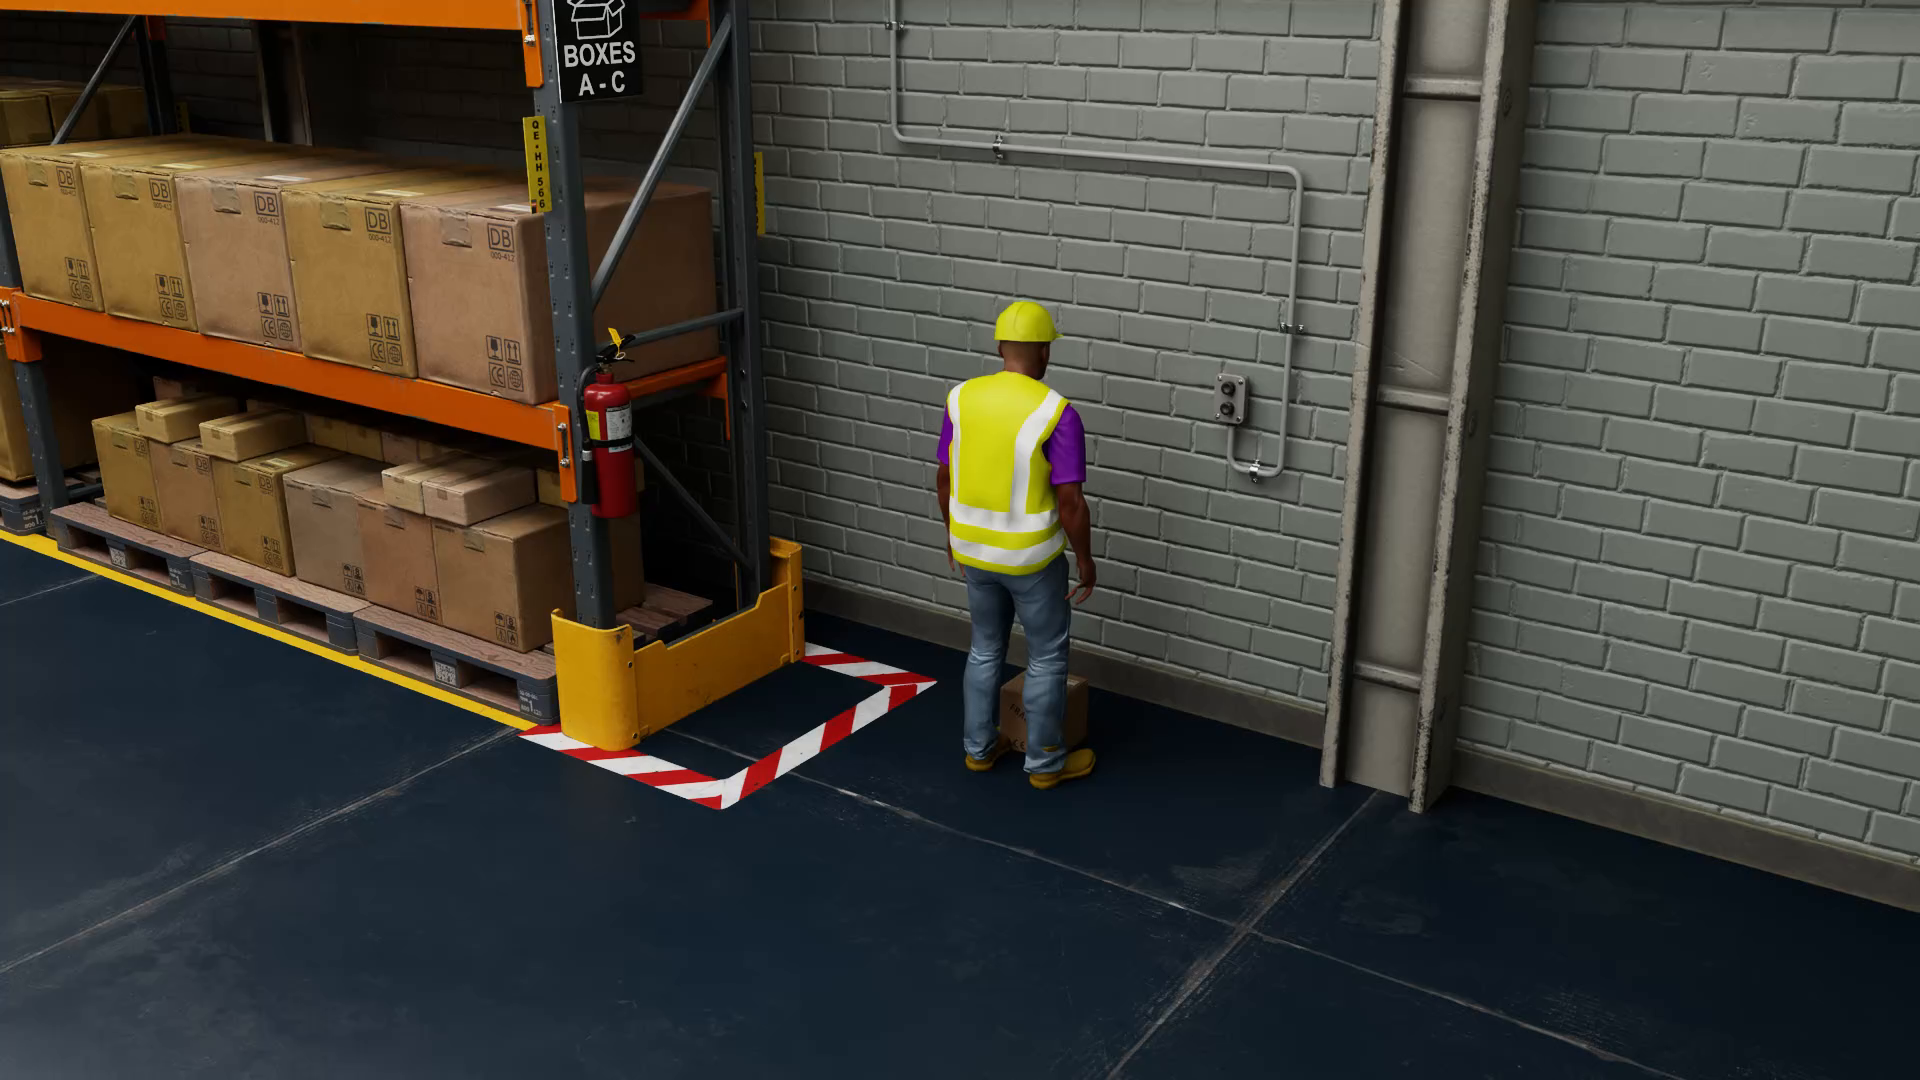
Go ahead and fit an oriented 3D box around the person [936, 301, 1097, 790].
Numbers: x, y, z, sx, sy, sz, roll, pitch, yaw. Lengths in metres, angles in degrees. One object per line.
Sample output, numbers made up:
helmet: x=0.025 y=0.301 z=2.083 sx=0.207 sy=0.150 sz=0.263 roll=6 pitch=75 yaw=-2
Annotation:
person: x=0.209 y=0.024 z=5.979 sx=0.626 sy=1.760 sz=0.461 roll=13 pitch=23 yaw=32
